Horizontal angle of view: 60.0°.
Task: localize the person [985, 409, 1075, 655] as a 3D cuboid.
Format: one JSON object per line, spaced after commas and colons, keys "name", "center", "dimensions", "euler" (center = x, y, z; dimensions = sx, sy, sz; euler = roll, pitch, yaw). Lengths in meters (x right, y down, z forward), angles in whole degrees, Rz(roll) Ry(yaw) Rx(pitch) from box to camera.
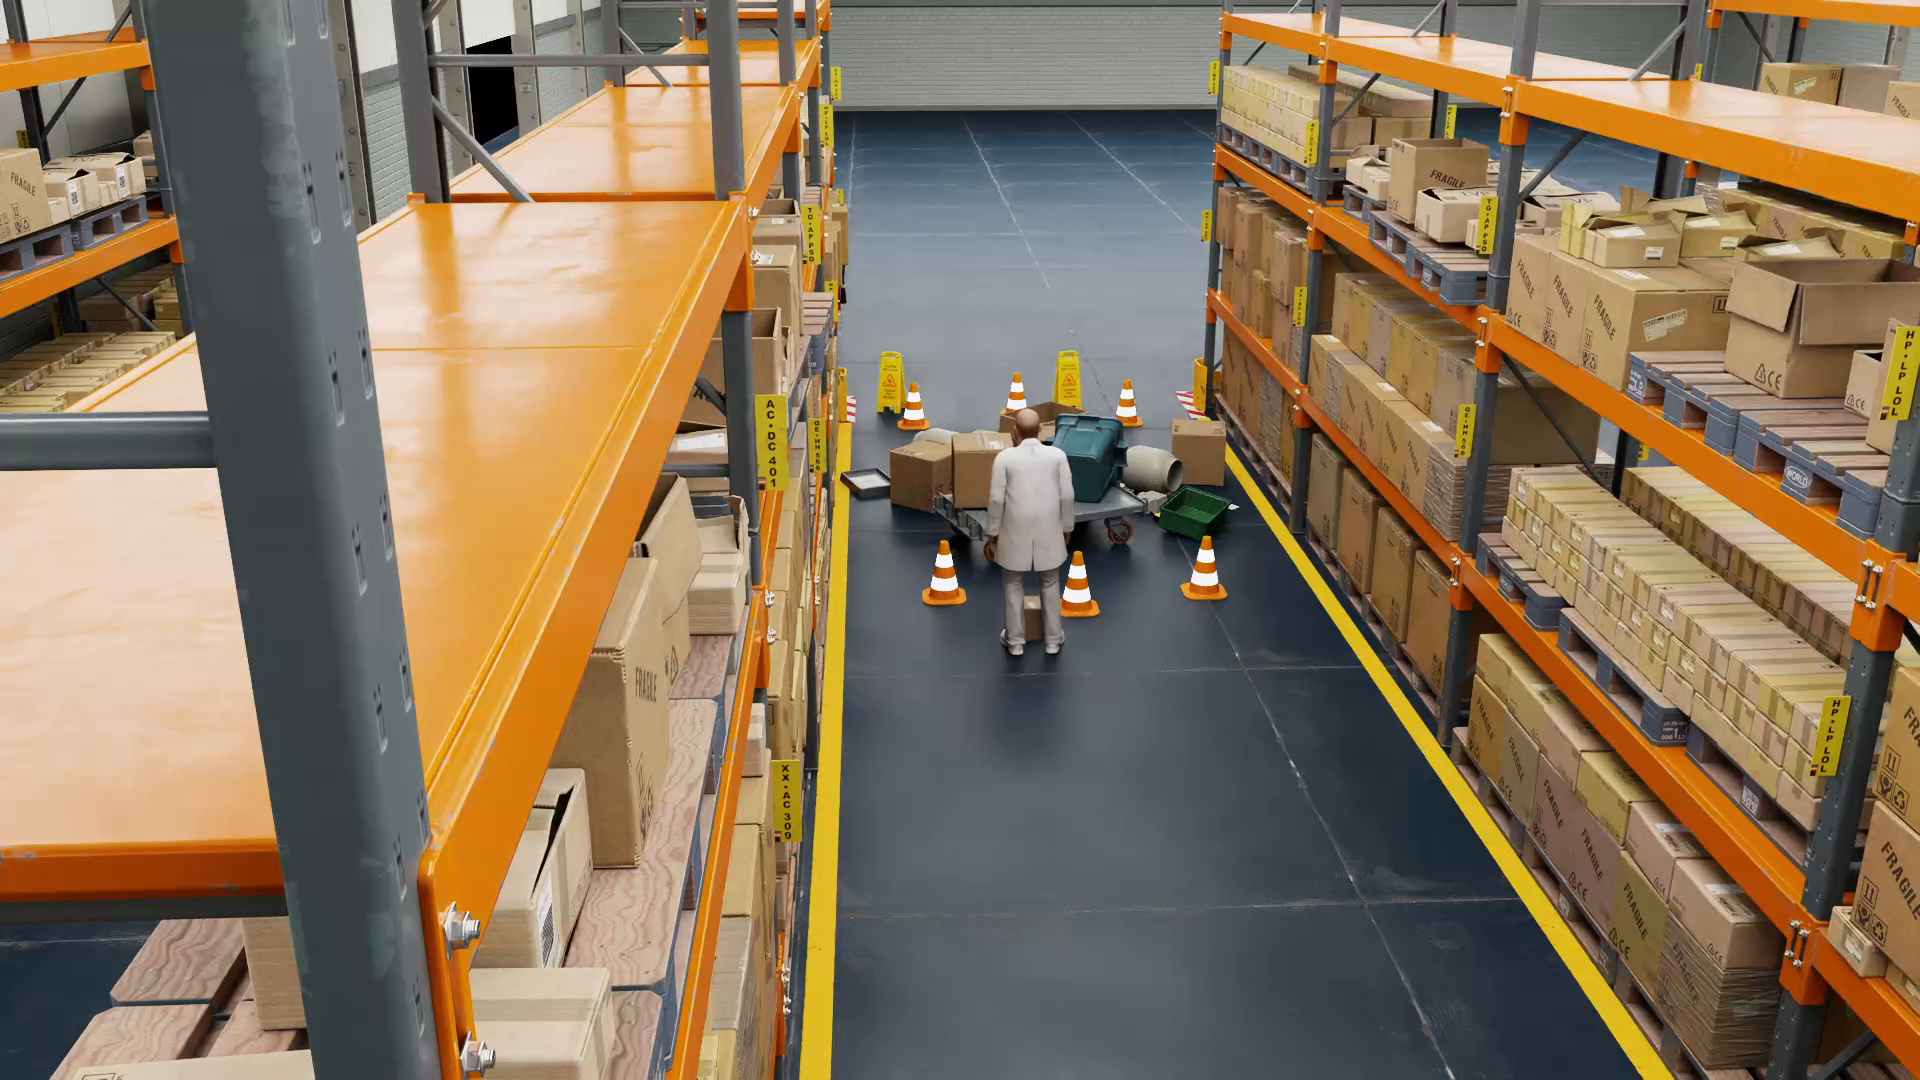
{"name": "person", "center": [0.493, -0.001, 11.767], "dimensions": [0.635, 1.658, 0.427], "euler": [-2, 20, -5]}
